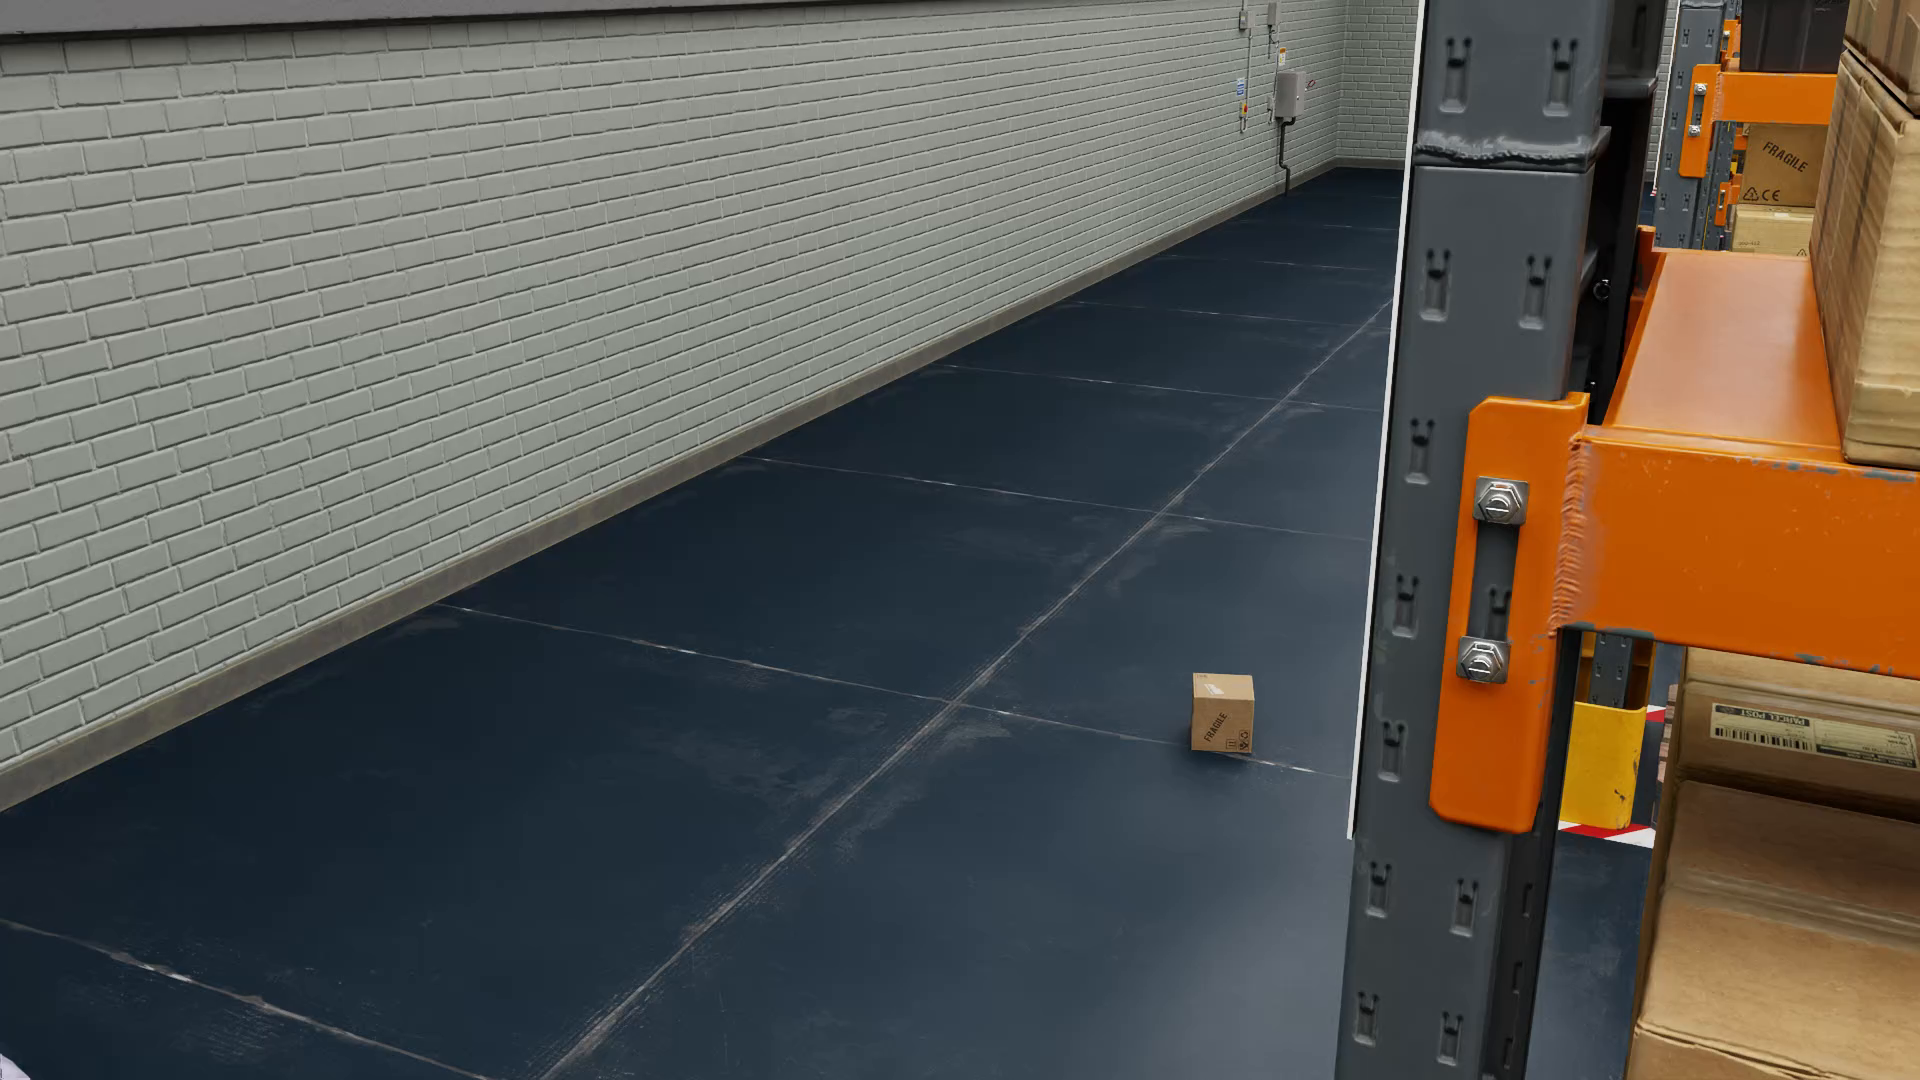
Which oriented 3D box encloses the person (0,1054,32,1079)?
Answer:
[{"bbox_3d":[-1.803,1.453,2.872,0.539,1.638,0.627,11,22,28],"label":"person"}]
